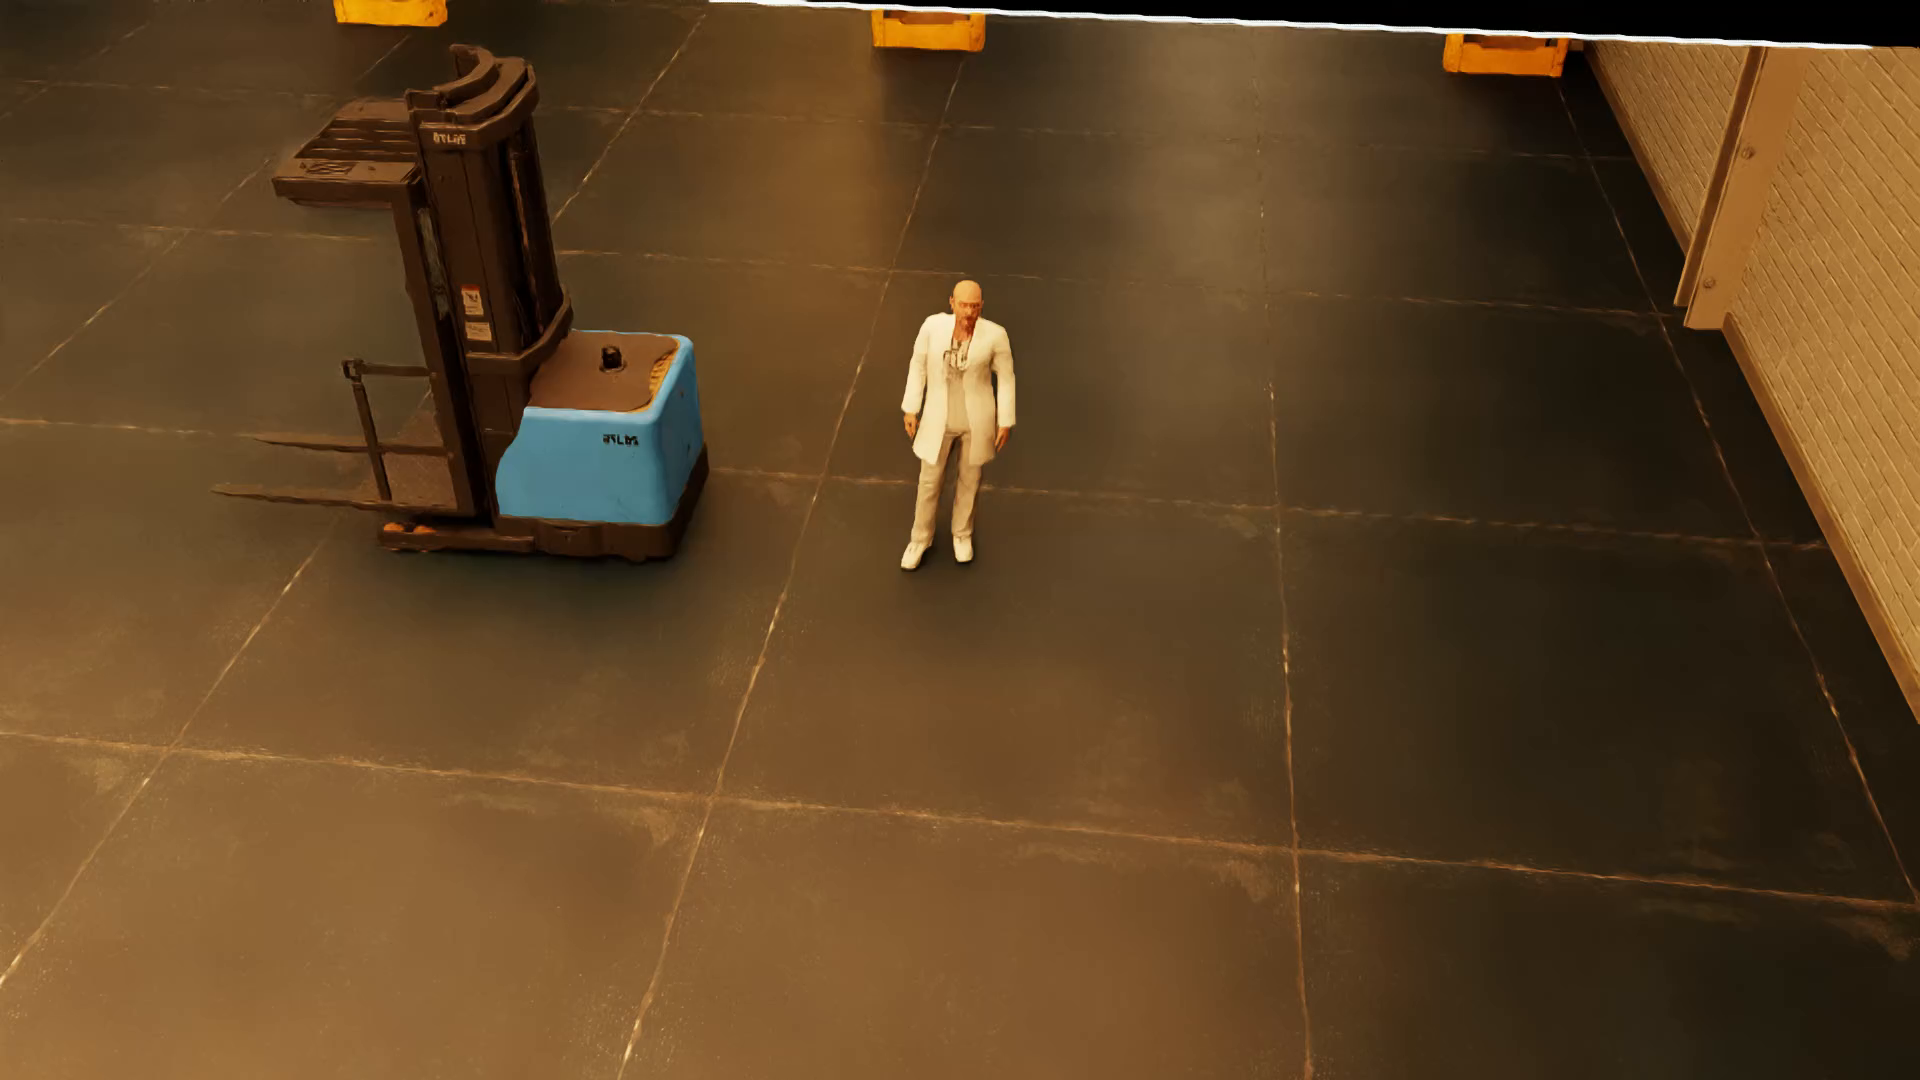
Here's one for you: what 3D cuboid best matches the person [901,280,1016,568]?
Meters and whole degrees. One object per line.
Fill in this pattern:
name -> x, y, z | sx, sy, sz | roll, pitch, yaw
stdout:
person -> -0.016, -0.668, 9.896 | 0.694, 1.776, 0.579 | 4, 37, 6

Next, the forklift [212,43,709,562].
forklift -> -3.210, -1.413, 9.947 | 3.031, 2.935, 1.130 | 4, 37, 5
